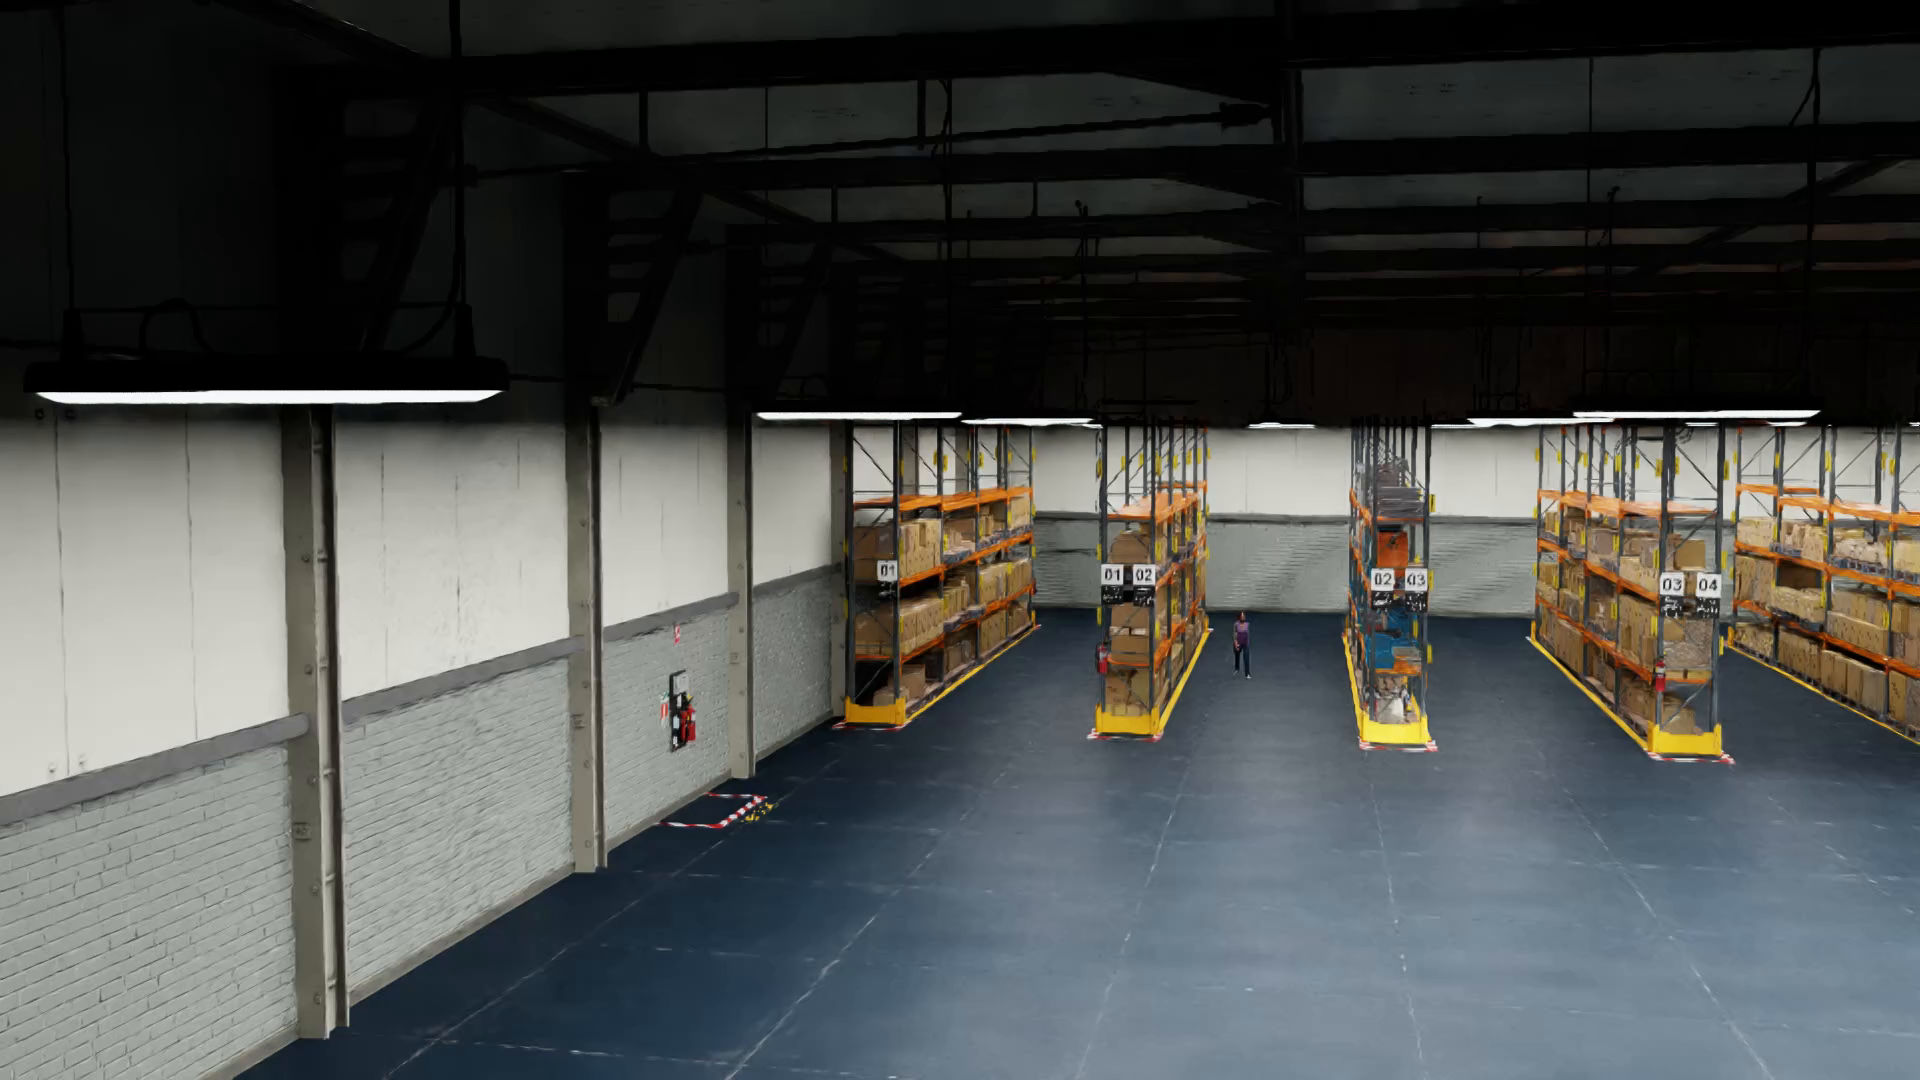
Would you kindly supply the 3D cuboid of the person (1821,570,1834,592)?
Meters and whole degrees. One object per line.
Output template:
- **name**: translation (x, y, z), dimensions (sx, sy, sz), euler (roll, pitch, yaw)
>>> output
- **person**: translation (24.389, 1.719, 46.945), dimensions (0.618, 1.766, 0.620), euler (-4, 5, -43)

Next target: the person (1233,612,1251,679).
- **person**: translation (6.459, 2.401, 38.180), dimensions (0.412, 1.530, 0.955), euler (0, 4, 4)
